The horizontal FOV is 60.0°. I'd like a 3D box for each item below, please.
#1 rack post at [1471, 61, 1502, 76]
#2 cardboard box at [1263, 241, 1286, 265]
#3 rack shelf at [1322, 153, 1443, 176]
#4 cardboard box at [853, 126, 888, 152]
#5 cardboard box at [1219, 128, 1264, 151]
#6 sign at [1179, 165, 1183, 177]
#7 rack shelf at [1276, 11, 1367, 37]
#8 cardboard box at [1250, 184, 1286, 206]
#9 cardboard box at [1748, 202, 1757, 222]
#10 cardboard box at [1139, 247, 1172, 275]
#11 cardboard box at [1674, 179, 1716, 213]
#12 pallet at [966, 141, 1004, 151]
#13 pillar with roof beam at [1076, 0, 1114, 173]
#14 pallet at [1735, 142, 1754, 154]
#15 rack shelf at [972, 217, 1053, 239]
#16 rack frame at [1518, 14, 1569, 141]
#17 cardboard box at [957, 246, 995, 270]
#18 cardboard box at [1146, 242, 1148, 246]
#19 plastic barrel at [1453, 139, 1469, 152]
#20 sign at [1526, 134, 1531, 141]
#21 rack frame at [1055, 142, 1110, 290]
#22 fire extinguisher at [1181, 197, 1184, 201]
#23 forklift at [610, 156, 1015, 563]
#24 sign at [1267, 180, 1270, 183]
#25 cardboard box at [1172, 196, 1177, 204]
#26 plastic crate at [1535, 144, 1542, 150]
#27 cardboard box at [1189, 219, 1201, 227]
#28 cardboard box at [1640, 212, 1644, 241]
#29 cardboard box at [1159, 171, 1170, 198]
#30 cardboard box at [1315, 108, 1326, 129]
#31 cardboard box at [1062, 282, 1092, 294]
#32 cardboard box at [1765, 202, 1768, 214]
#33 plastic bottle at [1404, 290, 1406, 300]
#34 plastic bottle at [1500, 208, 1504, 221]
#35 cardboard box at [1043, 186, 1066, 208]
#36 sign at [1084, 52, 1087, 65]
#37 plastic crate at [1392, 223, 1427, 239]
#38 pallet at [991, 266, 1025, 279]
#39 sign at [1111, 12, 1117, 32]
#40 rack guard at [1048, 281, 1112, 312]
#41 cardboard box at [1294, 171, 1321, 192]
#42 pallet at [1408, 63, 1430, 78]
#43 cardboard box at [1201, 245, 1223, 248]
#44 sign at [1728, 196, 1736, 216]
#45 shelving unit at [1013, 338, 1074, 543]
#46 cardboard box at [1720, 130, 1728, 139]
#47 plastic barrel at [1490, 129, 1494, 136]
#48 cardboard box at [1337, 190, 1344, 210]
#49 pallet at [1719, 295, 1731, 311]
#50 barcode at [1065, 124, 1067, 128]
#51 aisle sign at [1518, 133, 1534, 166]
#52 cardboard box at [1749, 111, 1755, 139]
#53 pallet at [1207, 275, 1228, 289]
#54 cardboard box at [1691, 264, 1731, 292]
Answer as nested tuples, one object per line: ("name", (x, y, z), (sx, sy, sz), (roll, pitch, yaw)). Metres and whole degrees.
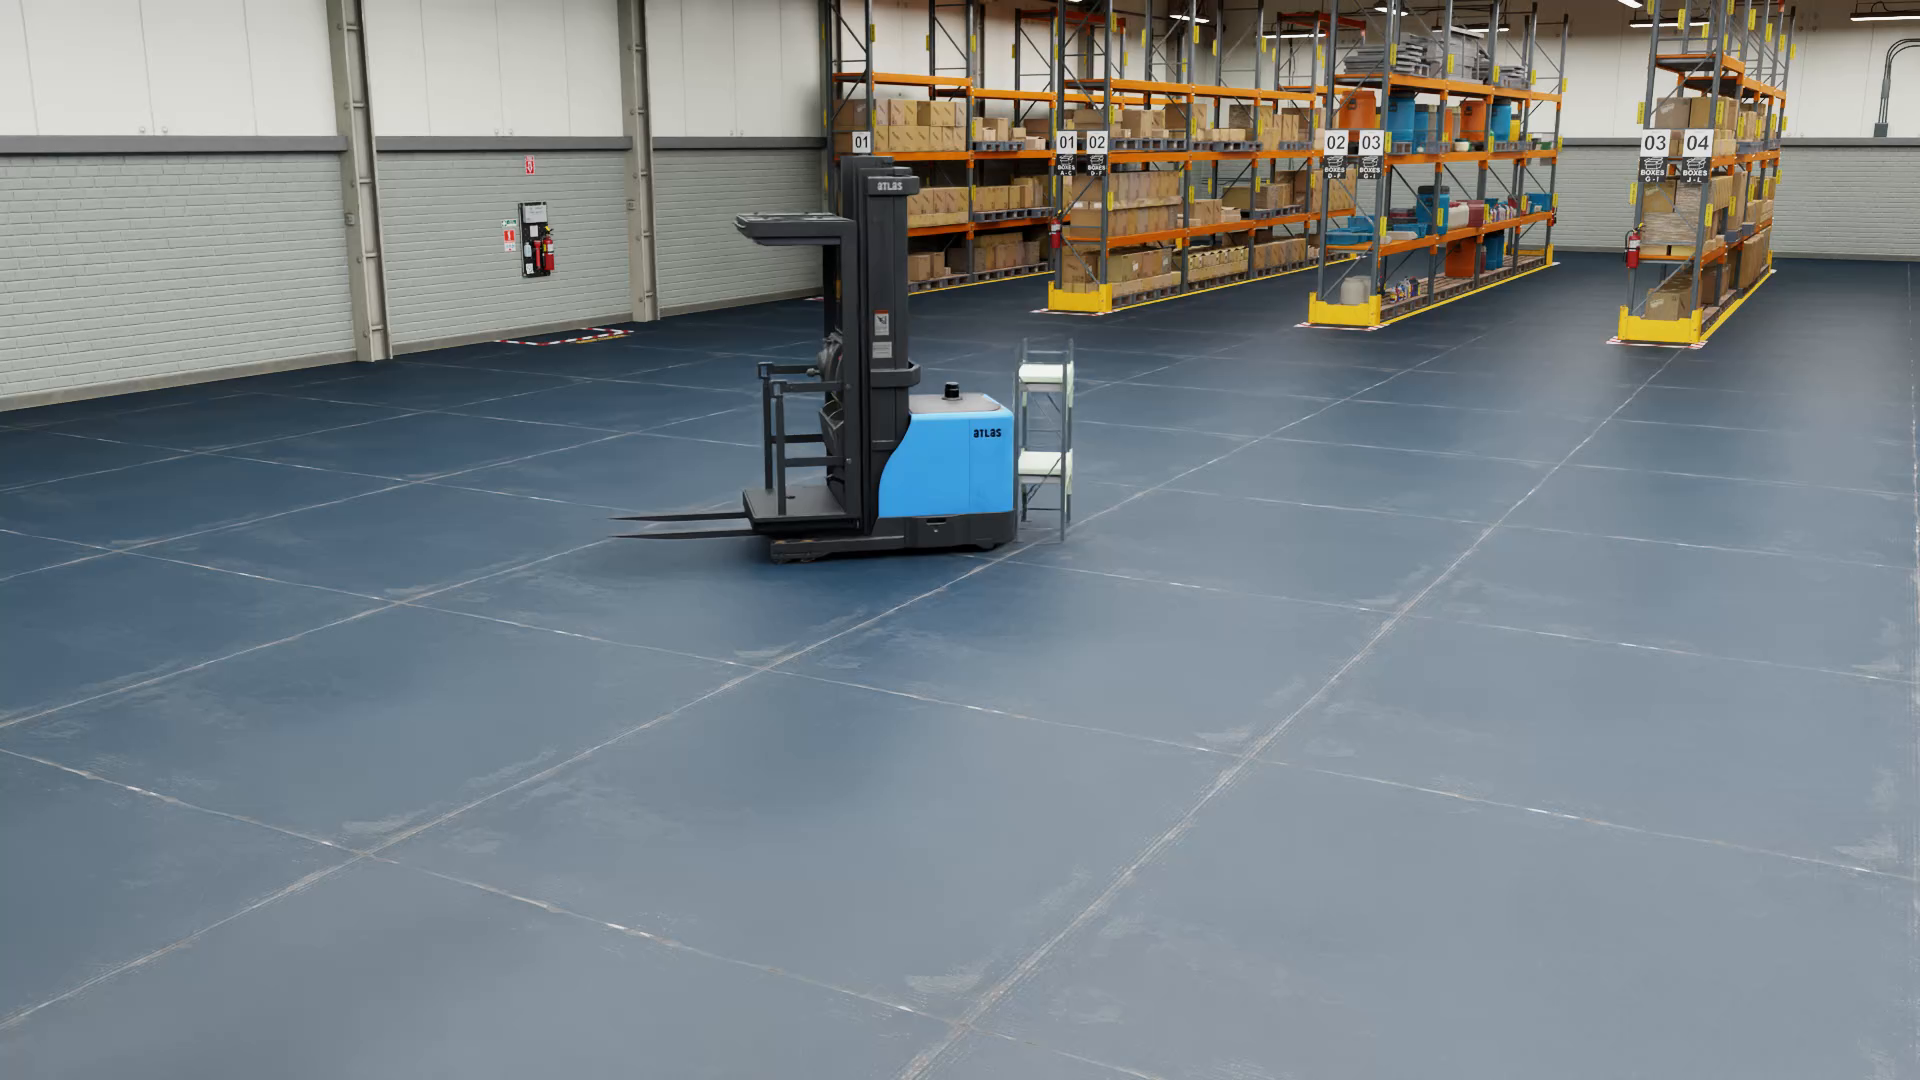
("rack post", (10.728, -9.804, 34.662), (0.954, 0.300, 0.937), (7, 15, 28))
("cardboard box", (7.293, -6.711, 38.865), (0.500, 0.500, 0.500), (7, 15, 26))
("rack shelf", (7.514, -6.649, 29.347), (1.077, 0.370, 4.000), (7, 15, 28))
("cardboard box", (-1.745, -7.809, 32.370), (0.500, 0.500, 0.500), (8, 16, 30))
("cardboard box", (6.261, -8.933, 37.075), (0.910, 0.500, 0.500), (7, 15, 28))
("sign", (6.077, -10.149, 45.754), (0.100, 0.325, 0.005), (7, 15, 28))
("rack shelf", (8.980, -12.747, 41.149), (1.077, 0.370, 4.000), (7, 15, 28))
("cardboard box", (7.312, -8.187, 39.482), (0.700, 0.500, 0.500), (10, 17, 37))
("cardboard box", (15.958, -6.642, 33.969), (0.500, 0.500, 0.500), (7, 15, 28))
("cardboard box", (3.861, -5.524, 32.915), (0.500, 0.500, 0.500), (7, 15, 28))
("cardboard box", (11.387, -5.330, 25.761), (0.500, 0.500, 0.500), (7, 15, 28))
("pallet", (0.200, -8.555, 36.118), (1.213, 0.211, 1.003), (7, 15, 28))
("pillar with roof beam", (7.025, -11.385, 41.056), (9.100, 9.000, 0.548), (7, 15, 28))
("pallet", (13.208, -6.871, 29.135), (1.213, 0.211, 1.003), (7, 15, 28))
("rack shelf", (0.775, -7.134, 37.759), (1.077, 0.370, 4.000), (7, 15, 28))
("rack frame", (14.281, -11.329, 40.825), (1.000, 3.000, 0.127), (7, 15, 28))
("cardboard box", (0.355, -6.336, 37.311), (0.700, 0.500, 0.500), (7, 15, 27))
("cardboard box", (4.622, -8.053, 44.474), (0.700, 0.500, 0.500), (8, 16, 29))
("plastic barrel", (10.004, -7.875, 33.193), (0.301, 0.262, 0.301), (0, 14, 0))
("sign", (12.828, -8.992, 37.512), (0.100, 0.325, 0.005), (7, 15, 28))
("rack frame", (2.212, -5.692, 30.243), (1.000, 3.000, 0.127), (7, 15, 28))
("fire extinguisher", (6.086, -9.295, 46.149), (0.296, 0.674, 0.183), (7, 15, 28))
("forklift", (-1.154, -1.387, 12.531), (3.031, 2.935, 1.130), (-3, 14, -12))
("sign", (7.535, -8.635, 40.603), (0.100, 0.325, 0.005), (7, 15, 28))
("cardboard box", (4.081, -6.746, 33.018), (0.380, 0.149, 0.250), (7, 15, 27))
("plastic crate", (13.500, -9.291, 39.333), (0.437, 0.136, 0.530), (7, 15, 28))
("cardboard box", (4.753, -6.549, 34.335), (0.380, 0.149, 0.250), (7, 15, 28))
("cardboard box", (11.309, -4.988, 26.475), (0.875, 0.500, 0.500), (7, 15, 28))
("cardboard box", (3.694, -6.996, 32.673), (0.700, 0.500, 0.500), (7, 15, 28))
("cardboard box", (8.581, -10.337, 40.766), (0.700, 0.500, 0.500), (7, 15, 28))
("cardboard box", (2.213, -4.703, 31.112), (0.500, 0.250, 0.500), (7, 15, 28))
("cardboard box", (17.630, -7.378, 36.921), (0.500, 0.250, 0.500), (8, 16, 29))
("plastic bottle", (8.057, -4.474, 30.221), (0.097, 0.201, 0.097), (0, 14, 0))
("plastic bottle", (11.955, -7.208, 36.797), (0.152, 0.276, 0.135), (7, 15, 28))
("cardboard box", (2.200, -8.167, 39.621), (0.500, 0.500, 0.500), (8, 16, 30))
("sign", (3.201, -12.230, 42.231), (0.100, 0.325, 0.005), (7, 15, 28))
("plastic crate", (8.183, -5.621, 30.264), (0.499, 0.251, 0.616), (7, 15, 28))
("pallet", (0.772, -6.129, 38.005), (1.003, 0.211, 1.213), (7, 15, 28))
("sign", (2.695, -9.075, 29.146), (0.100, 0.325, 0.005), (7, 15, 28))
("rack guard", (2.201, -4.472, 30.516), (1.175, 0.500, 0.348), (7, 15, 28))
("cardboard box", (8.488, -8.753, 40.595), (0.500, 0.500, 0.500), (8, 16, 29))
("pallet", (7.517, -8.157, 28.926), (1.003, 0.211, 1.213), (7, 15, 28))
("cardboard box", (5.570, -6.399, 36.951), (0.500, 0.311, 0.500), (8, 16, 30))
("sign", (13.295, -5.750, 28.639), (0.100, 0.325, 0.005), (7, 15, 28))
("shelving unit", (0.660, -0.796, 13.134), (0.431, 1.500, 0.755), (2, 14, 7))
("cardboard box", (12.279, -6.598, 27.072), (0.380, 0.149, 0.250), (8, 16, 31))
("plastic barrel", (11.128, -8.550, 35.132), (0.294, 0.245, 0.294), (0, 14, 0))
("cardboard box", (9.475, -8.692, 42.474), (0.500, 0.500, 0.500), (8, 15, 28))
("pallet", (13.780, -4.445, 31.021), (1.003, 0.211, 1.213), (7, 15, 28))
("barcode", (1.936, -7.549, 30.307), (0.001, 0.075, 0.075), (7, 15, 28))
("aisle sign", (14.056, -9.725, 41.425), (0.394, 0.787, 0.004), (7, 15, 28))
("cardboard box", (14.500, -7.727, 31.006), (0.500, 0.500, 0.500), (7, 15, 28))
("pallet", (5.057, -5.564, 35.662), (1.003, 0.211, 1.213), (7, 15, 28))
("cardboard box", (14.443, -5.069, 32.055), (0.700, 0.500, 0.500), (6, 15, 25))
